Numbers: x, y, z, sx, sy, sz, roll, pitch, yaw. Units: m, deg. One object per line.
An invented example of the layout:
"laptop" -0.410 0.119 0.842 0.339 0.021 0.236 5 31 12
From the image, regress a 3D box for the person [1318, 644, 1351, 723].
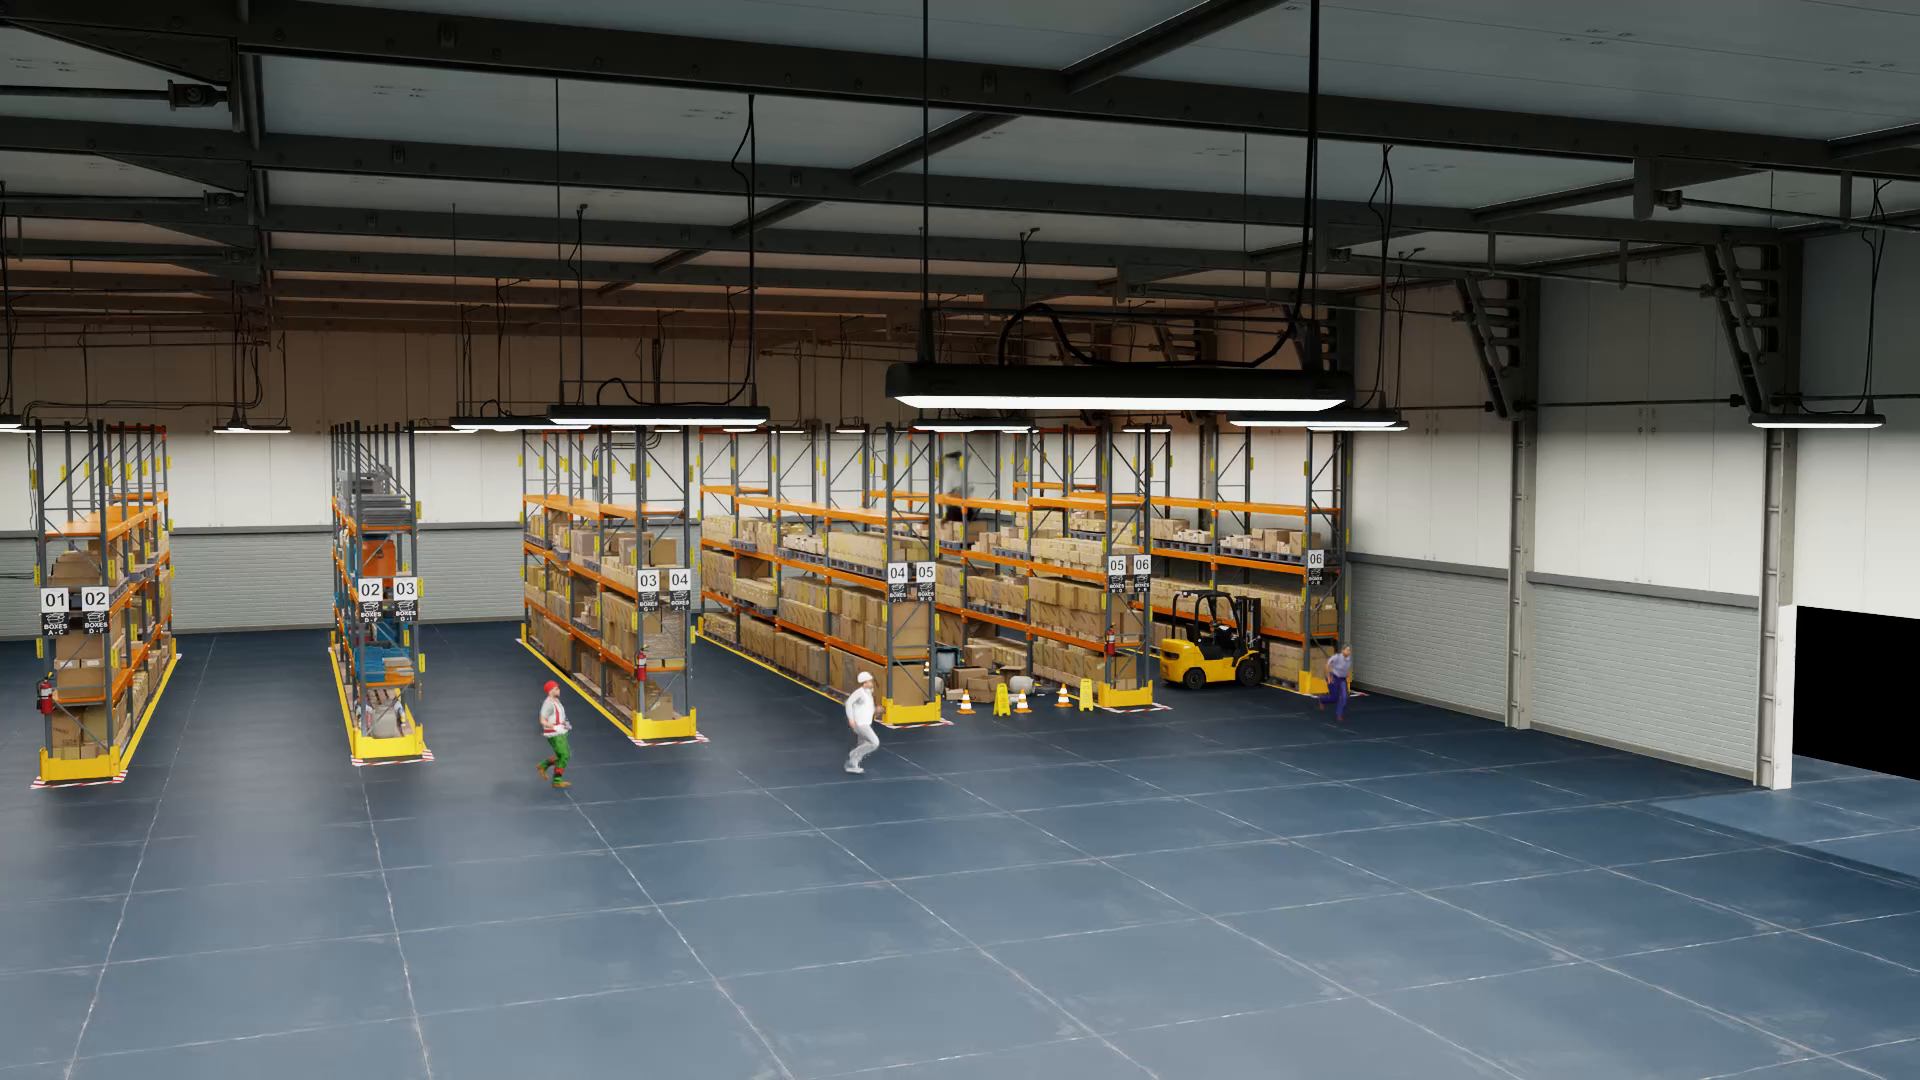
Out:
"person" 7.577 2.866 33.561 0.606 1.602 0.823 -2 4 -34

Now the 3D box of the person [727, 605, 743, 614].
"person" -6.879 1.714 50.576 0.664 1.765 0.944 2 4 34

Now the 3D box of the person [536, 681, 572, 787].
"person" -6.635 3.160 27.078 0.622 1.736 0.654 0 4 3

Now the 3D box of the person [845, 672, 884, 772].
"person" -1.622 3.090 28.147 0.670 1.707 0.648 1 4 10
